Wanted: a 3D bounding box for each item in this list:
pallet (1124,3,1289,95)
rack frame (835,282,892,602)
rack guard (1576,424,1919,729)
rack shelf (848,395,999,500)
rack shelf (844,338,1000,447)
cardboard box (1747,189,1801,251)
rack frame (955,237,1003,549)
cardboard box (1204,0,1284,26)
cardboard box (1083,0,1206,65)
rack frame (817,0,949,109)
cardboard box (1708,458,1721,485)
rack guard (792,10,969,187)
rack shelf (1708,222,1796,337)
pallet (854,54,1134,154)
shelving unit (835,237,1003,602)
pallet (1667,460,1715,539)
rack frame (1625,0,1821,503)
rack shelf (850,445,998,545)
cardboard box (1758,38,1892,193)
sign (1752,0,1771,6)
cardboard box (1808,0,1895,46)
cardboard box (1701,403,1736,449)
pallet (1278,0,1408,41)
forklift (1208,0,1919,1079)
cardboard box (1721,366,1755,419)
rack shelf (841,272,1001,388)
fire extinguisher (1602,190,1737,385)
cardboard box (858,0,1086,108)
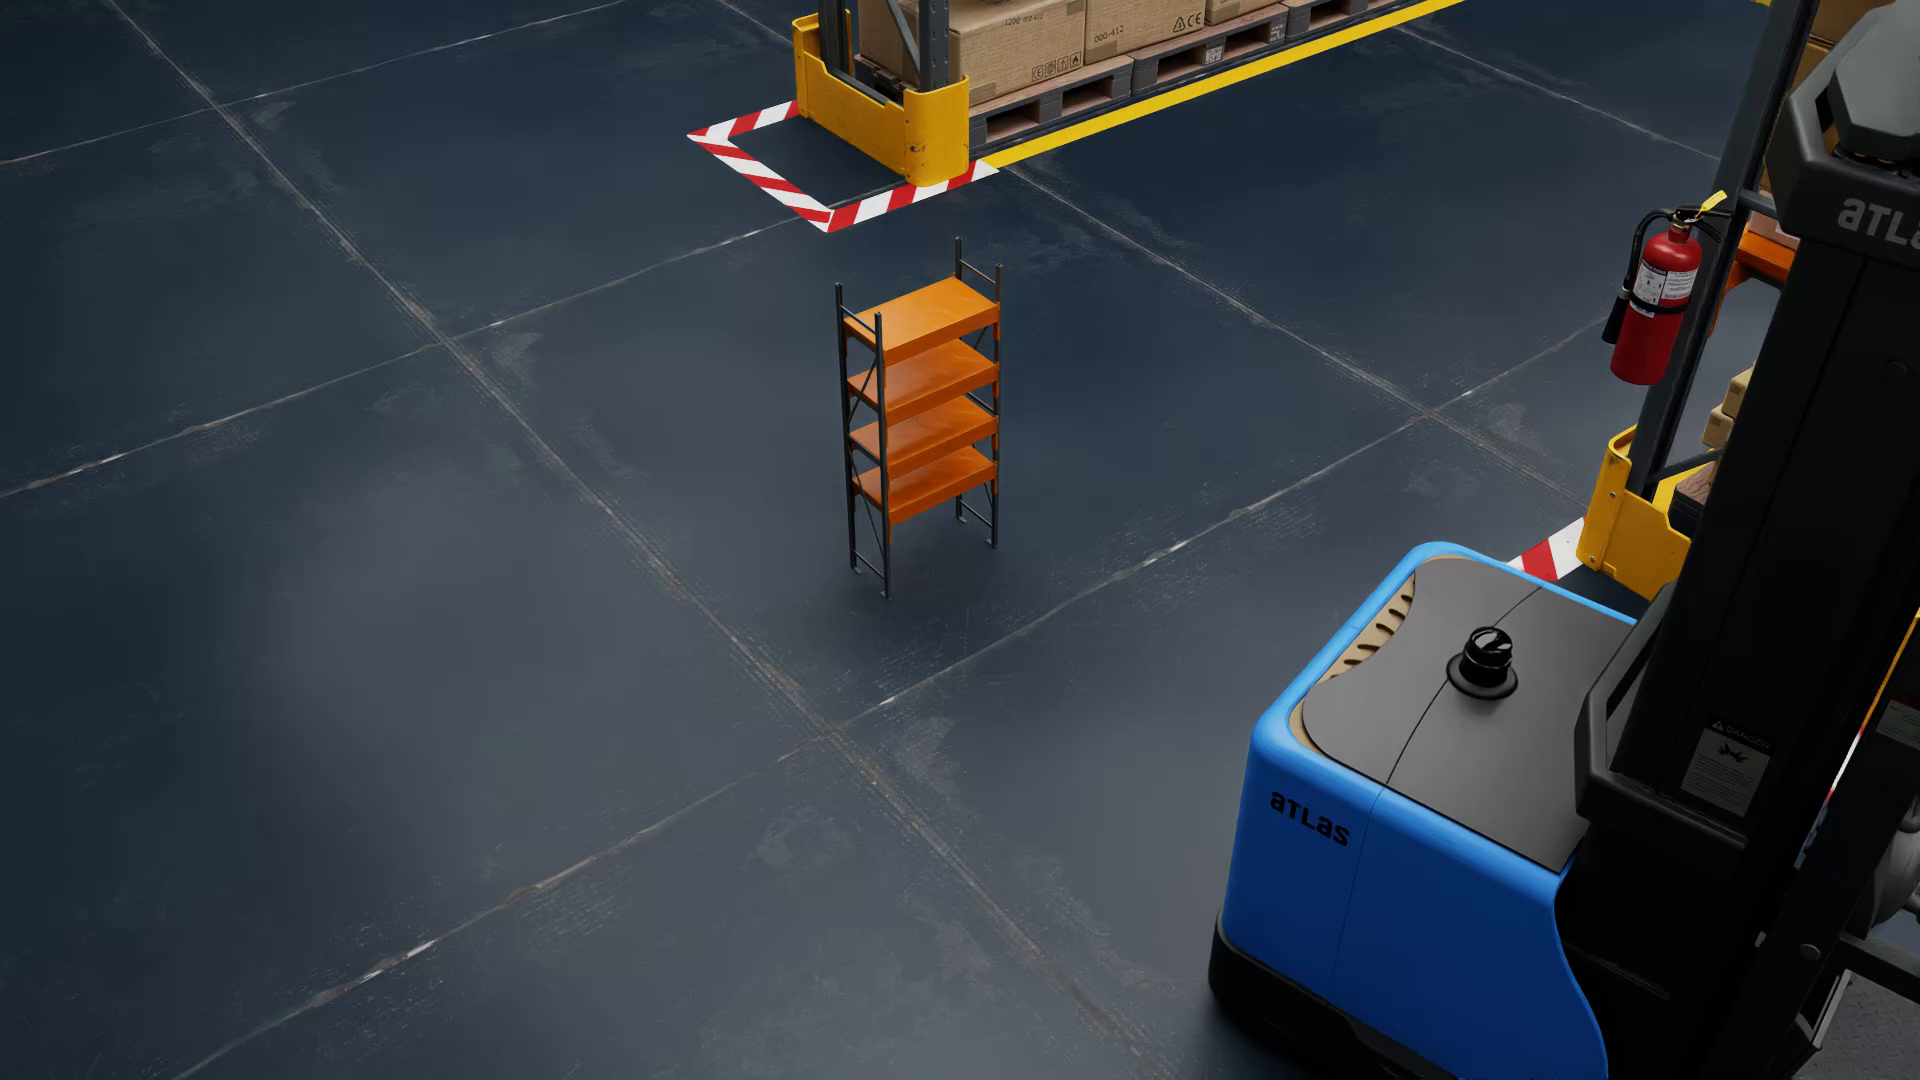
[{"bbox_3d":[1.151,-3.039,9.788,1.213,0.211,1.003,-26,46,-28],"label":"pallet"},{"bbox_3d":[-0.325,-0.306,5.677,0.015,1.200,0.240,-26,46,-28],"label":"rack frame"},{"bbox_3d":[2.755,0.087,5.749,0.348,0.500,1.175,-26,46,-28],"label":"rack guard"},{"bbox_3d":[-0.131,-0.348,5.834,0.480,0.148,0.258,-26,46,-28],"label":"rack shelf"},{"bbox_3d":[-0.131,-0.521,5.692,0.480,0.148,0.258,-26,46,-28],"label":"rack shelf"},{"bbox_3d":[2.781,-1.021,5.327,0.250,0.149,0.380,-26,46,-28],"label":"cardboard box"},{"bbox_3d":[0.062,-0.494,5.906,0.015,1.200,0.240,-26,46,-28],"label":"rack frame"},{"bbox_3d":[1.497,-3.483,9.819,0.875,0.438,0.875,-27,47,-29],"label":"cardboard box"},{"bbox_3d":[0.781,-3.135,9.396,0.875,0.438,0.875,-25,45,-27],"label":"cardboard box"},{"bbox_3d":[-0.402,-3.300,7.908,0.127,3.000,1.000,-26,46,-28],"label":"rack frame"},{"bbox_3d":[2.985,-0.218,6.068,0.250,0.149,0.380,-25,46,-27],"label":"cardboard box"},{"bbox_3d":[-0.421,-2.324,8.689,0.348,0.500,1.175,-26,46,-28],"label":"rack guard"},{"bbox_3d":[4.280,-1.345,6.091,4.000,0.370,1.077,-26,46,-28],"label":"rack shelf"},{"bbox_3d":[0.184,-2.570,9.217,1.213,0.211,1.003,-26,46,-28],"label":"pallet"},{"bbox_3d":[-0.131,-0.400,5.791,0.503,1.200,0.258,-26,46,-28],"label":"shelving unit"},{"bbox_3d":[3.420,-0.097,6.202,1.213,0.211,1.003,-26,46,-28],"label":"pallet"},{"bbox_3d":[2.694,-0.850,4.921,0.127,3.000,1.000,-26,46,-28],"label":"rack frame"},{"bbox_3d":[-0.131,-0.194,5.960,0.480,0.148,0.258,-26,46,-28],"label":"rack shelf"},{"bbox_3d":[2.894,-1.306,5.164,0.500,0.500,0.500,-25,46,-27],"label":"cardboard box"},{"bbox_3d":[2.372,-1.706,4.803,0.005,0.325,0.100,-26,46,-28],"label":"sign"},{"bbox_3d":[2.906,-1.692,4.846,0.500,0.500,0.500,-27,46,-29],"label":"cardboard box"},{"bbox_3d":[2.939,-0.372,6.021,0.250,0.149,0.380,-27,47,-29],"label":"cardboard box"},{"bbox_3d":[2.119,-3.513,10.366,1.213,0.211,1.003,-26,46,-28],"label":"pallet"},{"bbox_3d":[2.164,0.493,3.338,3.031,2.935,1.130,26,46,29],"label":"forklift"},{"bbox_3d":[2.960,-0.472,5.908,0.250,0.149,0.380,-25,46,-28],"label":"cardboard box"},{"bbox_3d":[-0.131,-0.704,5.542,0.480,0.148,0.258,-26,46,-28],"label":"rack shelf"},{"bbox_3d":[2.213,-0.810,5.228,0.183,0.674,0.296,-26,46,-28],"label":"fire extinguisher"},{"bbox_3d":[0.060,-2.777,8.959,0.875,0.438,0.875,-28,47,-29],"label":"cardboard box"}]
